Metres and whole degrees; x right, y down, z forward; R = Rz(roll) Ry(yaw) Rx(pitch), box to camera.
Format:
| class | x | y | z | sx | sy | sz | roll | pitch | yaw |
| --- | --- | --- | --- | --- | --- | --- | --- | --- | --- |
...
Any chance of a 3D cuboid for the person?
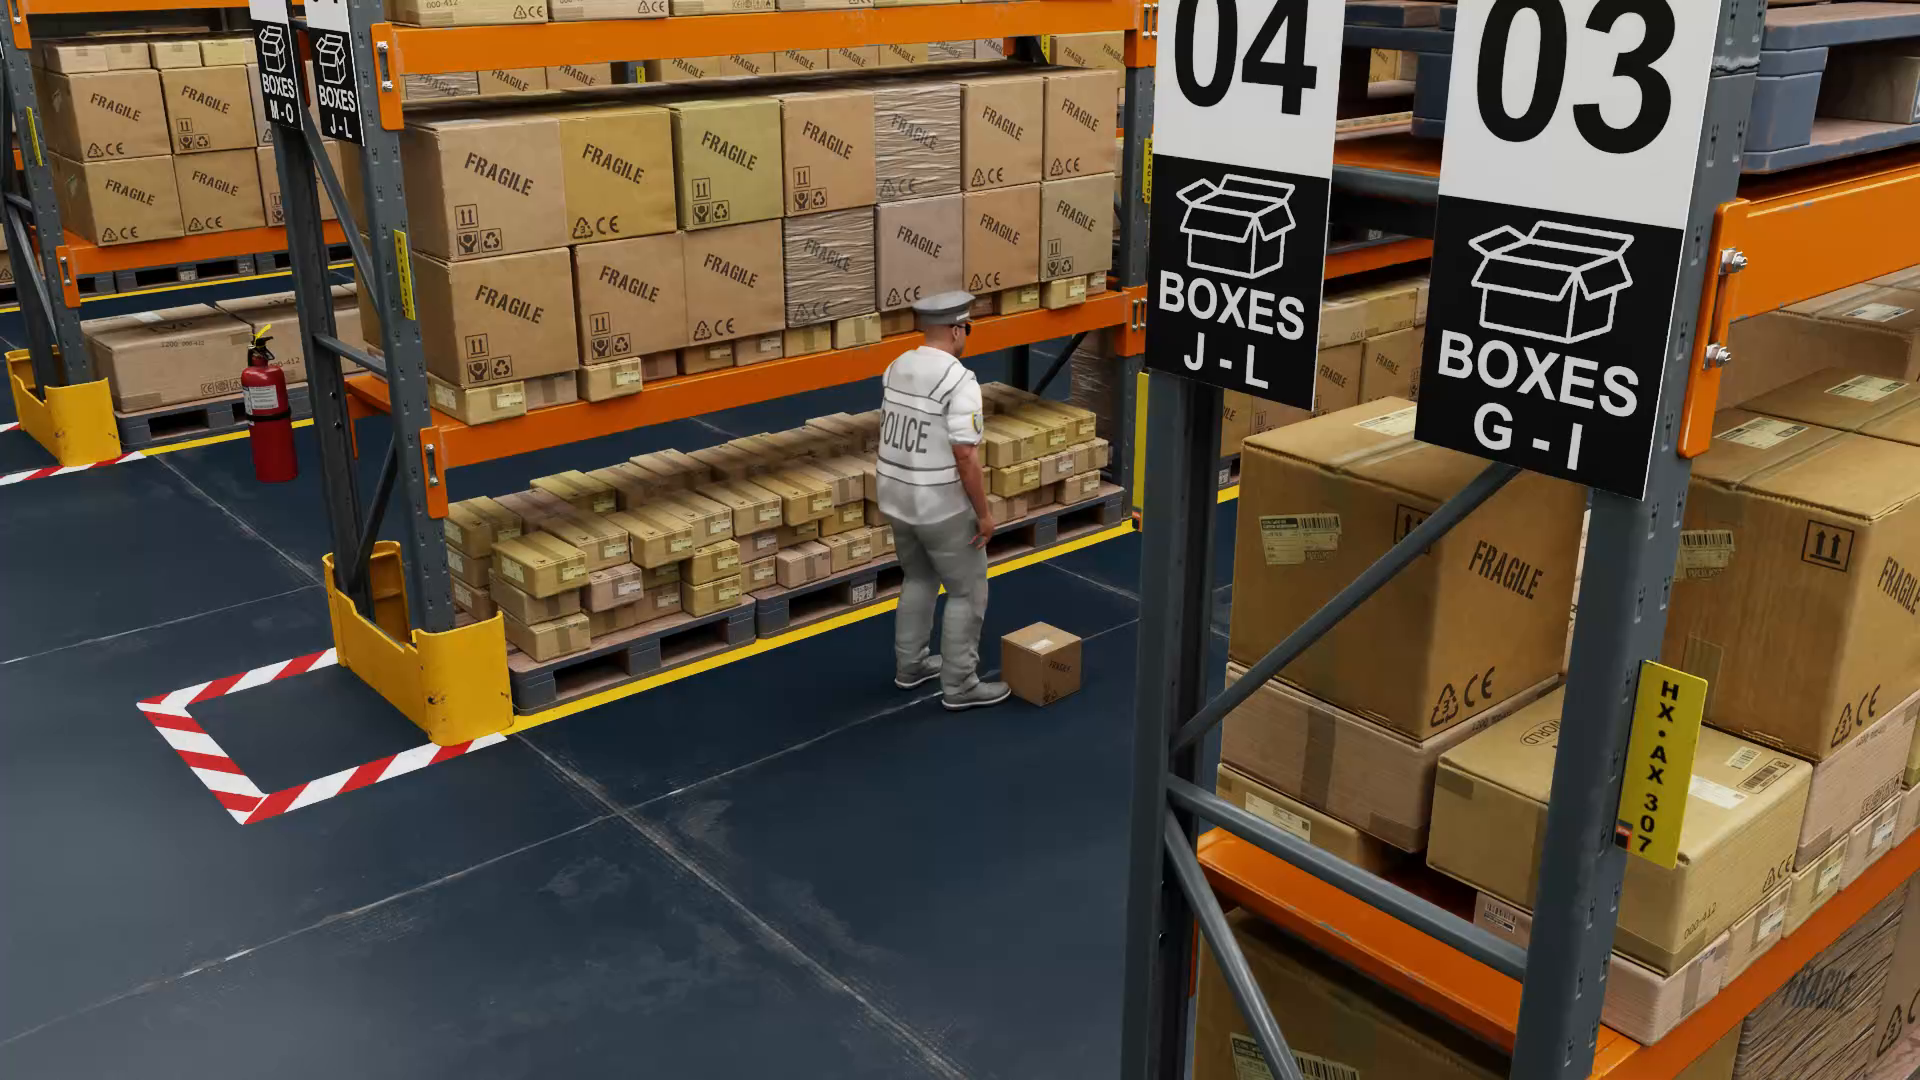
| class | x | y | z | sx | sy | sz | roll | pitch | yaw |
| --- | --- | --- | --- | --- | --- | --- | --- | --- | --- |
| person | -0.107 | -0.155 | 6.977 | 0.439 | 1.747 | 0.584 | -18 | 28 | -40 |
